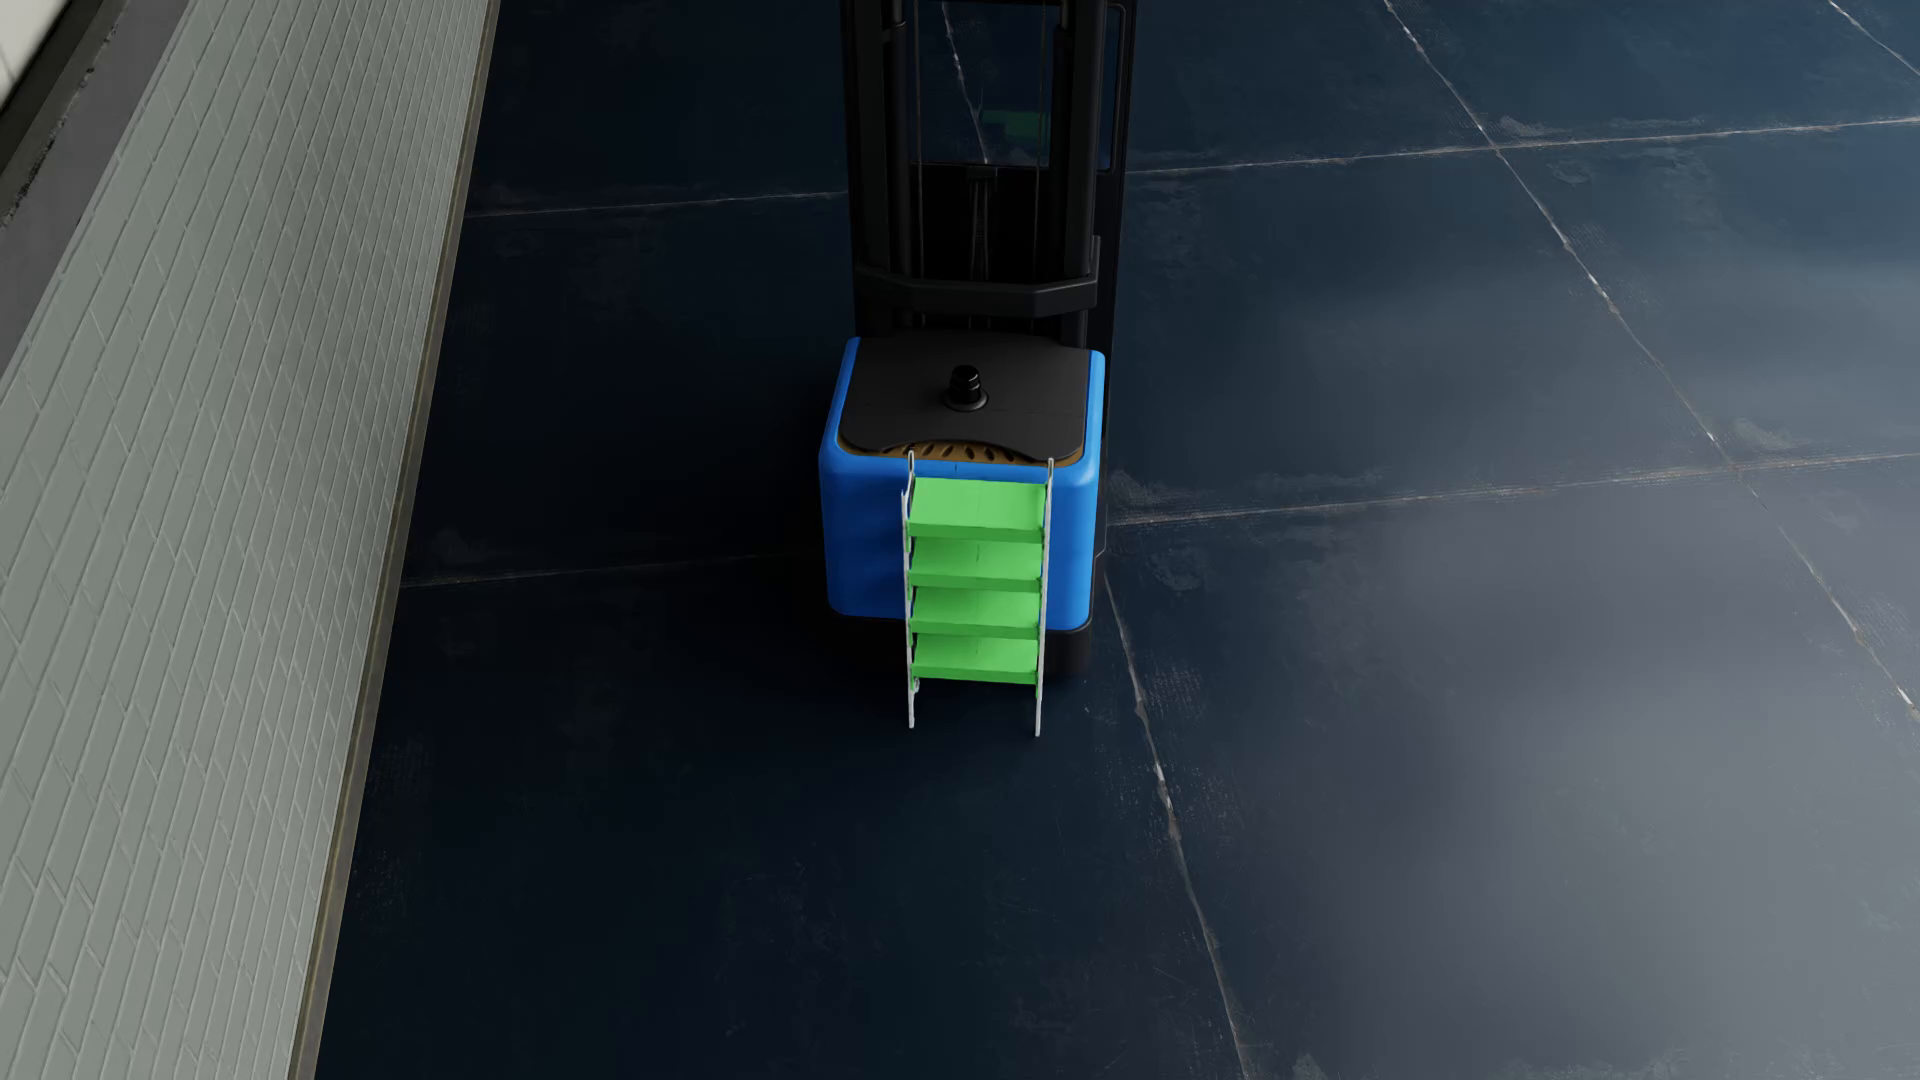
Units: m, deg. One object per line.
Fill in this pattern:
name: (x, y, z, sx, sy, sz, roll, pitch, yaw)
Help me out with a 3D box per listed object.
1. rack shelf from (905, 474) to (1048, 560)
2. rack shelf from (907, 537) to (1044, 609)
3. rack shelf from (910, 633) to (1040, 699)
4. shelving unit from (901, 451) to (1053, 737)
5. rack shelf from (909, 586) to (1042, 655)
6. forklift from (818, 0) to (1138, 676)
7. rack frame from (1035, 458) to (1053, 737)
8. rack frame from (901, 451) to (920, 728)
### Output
rack shelf: (0.063, -0.081, 5.820, 0.480, 0.148, 0.258, 3, 43, 4)
rack shelf: (0.063, 0.094, 5.983, 0.480, 0.148, 0.258, 3, 43, 4)
rack shelf: (0.064, 0.446, 6.310, 0.480, 0.148, 0.258, 3, 43, 4)
shelving unit: (0.063, 0.223, 6.103, 0.503, 1.200, 0.258, 3, 43, 4)
rack shelf: (0.063, 0.270, 6.147, 0.480, 0.148, 0.258, 3, 43, 4)
forklift: (0.128, -1.537, 6.765, 1.130, 2.935, 3.031, 4, 42, 4)
rack frame: (0.306, 0.237, 6.088, 0.015, 1.200, 0.240, 3, 43, 4)
rack frame: (-0.180, 0.209, 6.119, 0.015, 1.200, 0.240, 3, 43, 4)
